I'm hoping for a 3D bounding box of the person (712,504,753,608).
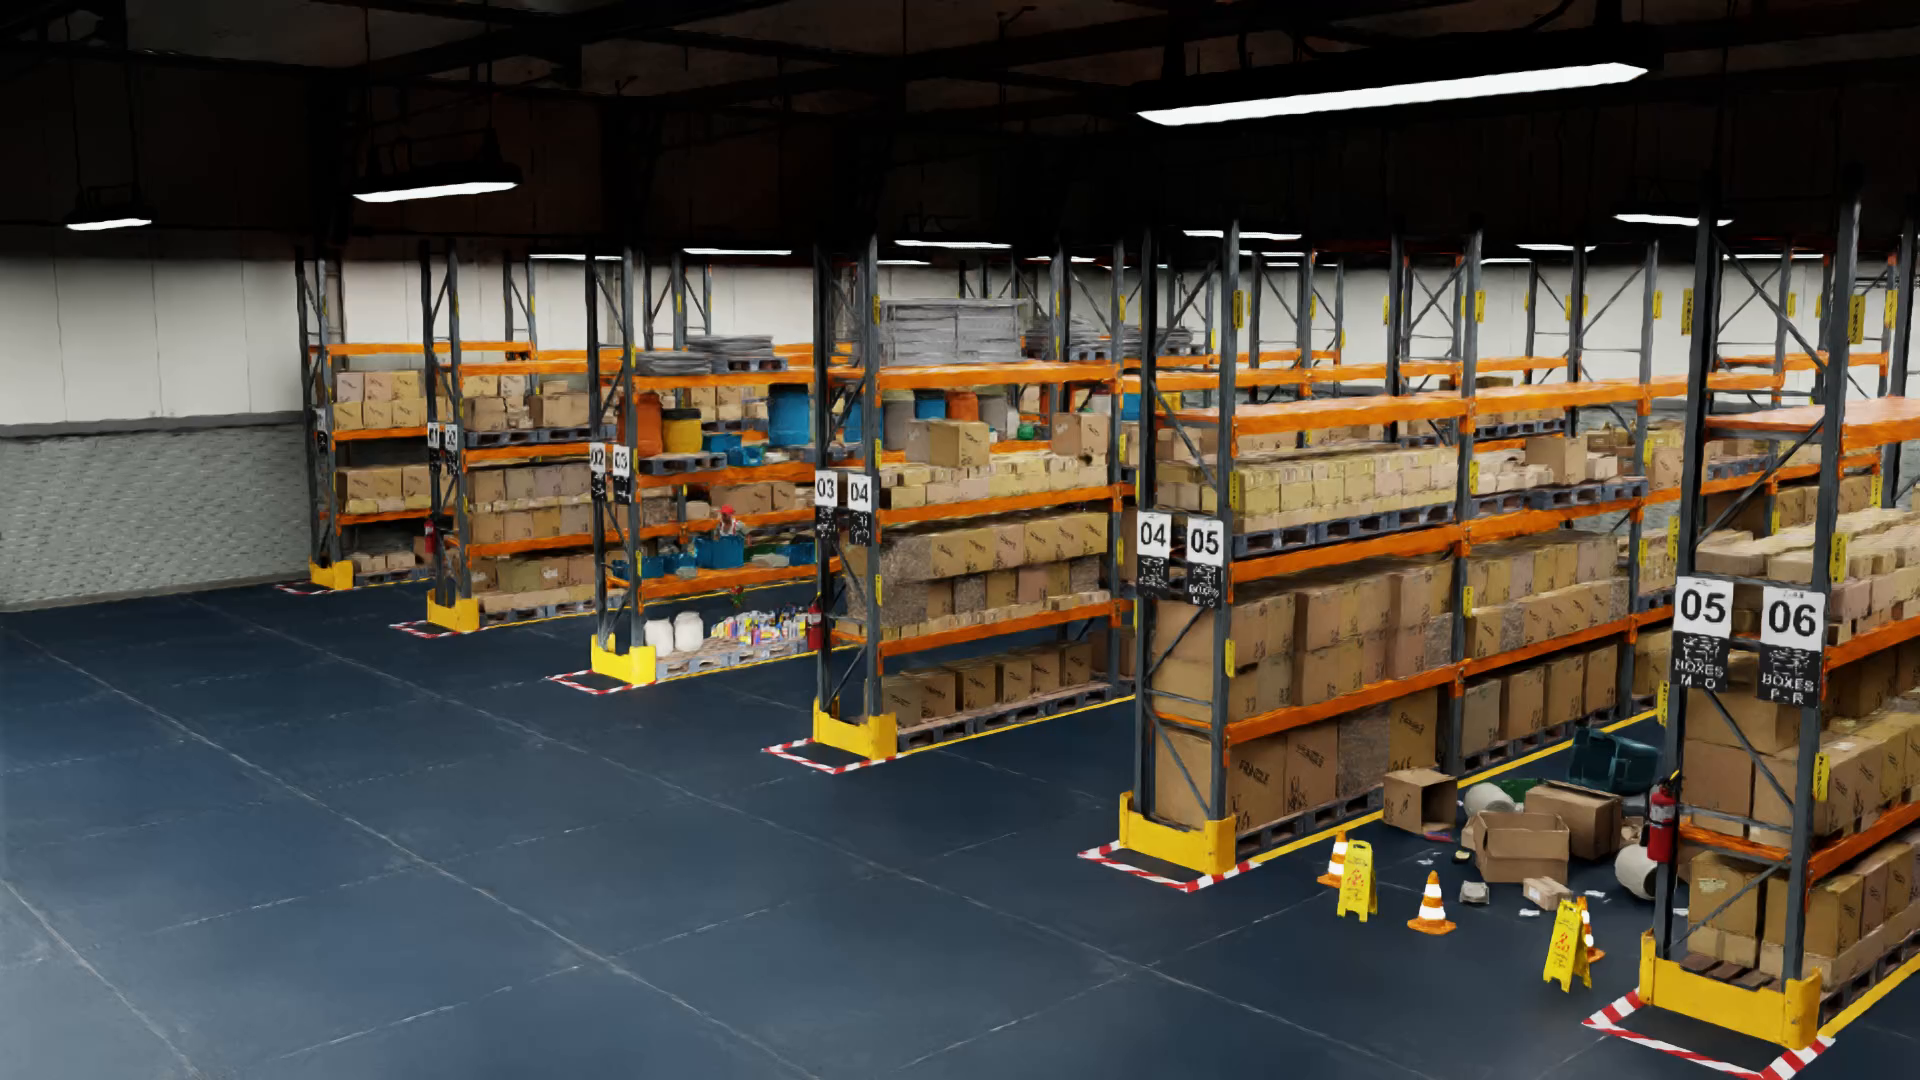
[{"bbox_3d":[-3.779,0.242,27.767,0.686,1.716,0.838,5,10,31],"label":"person"}]
